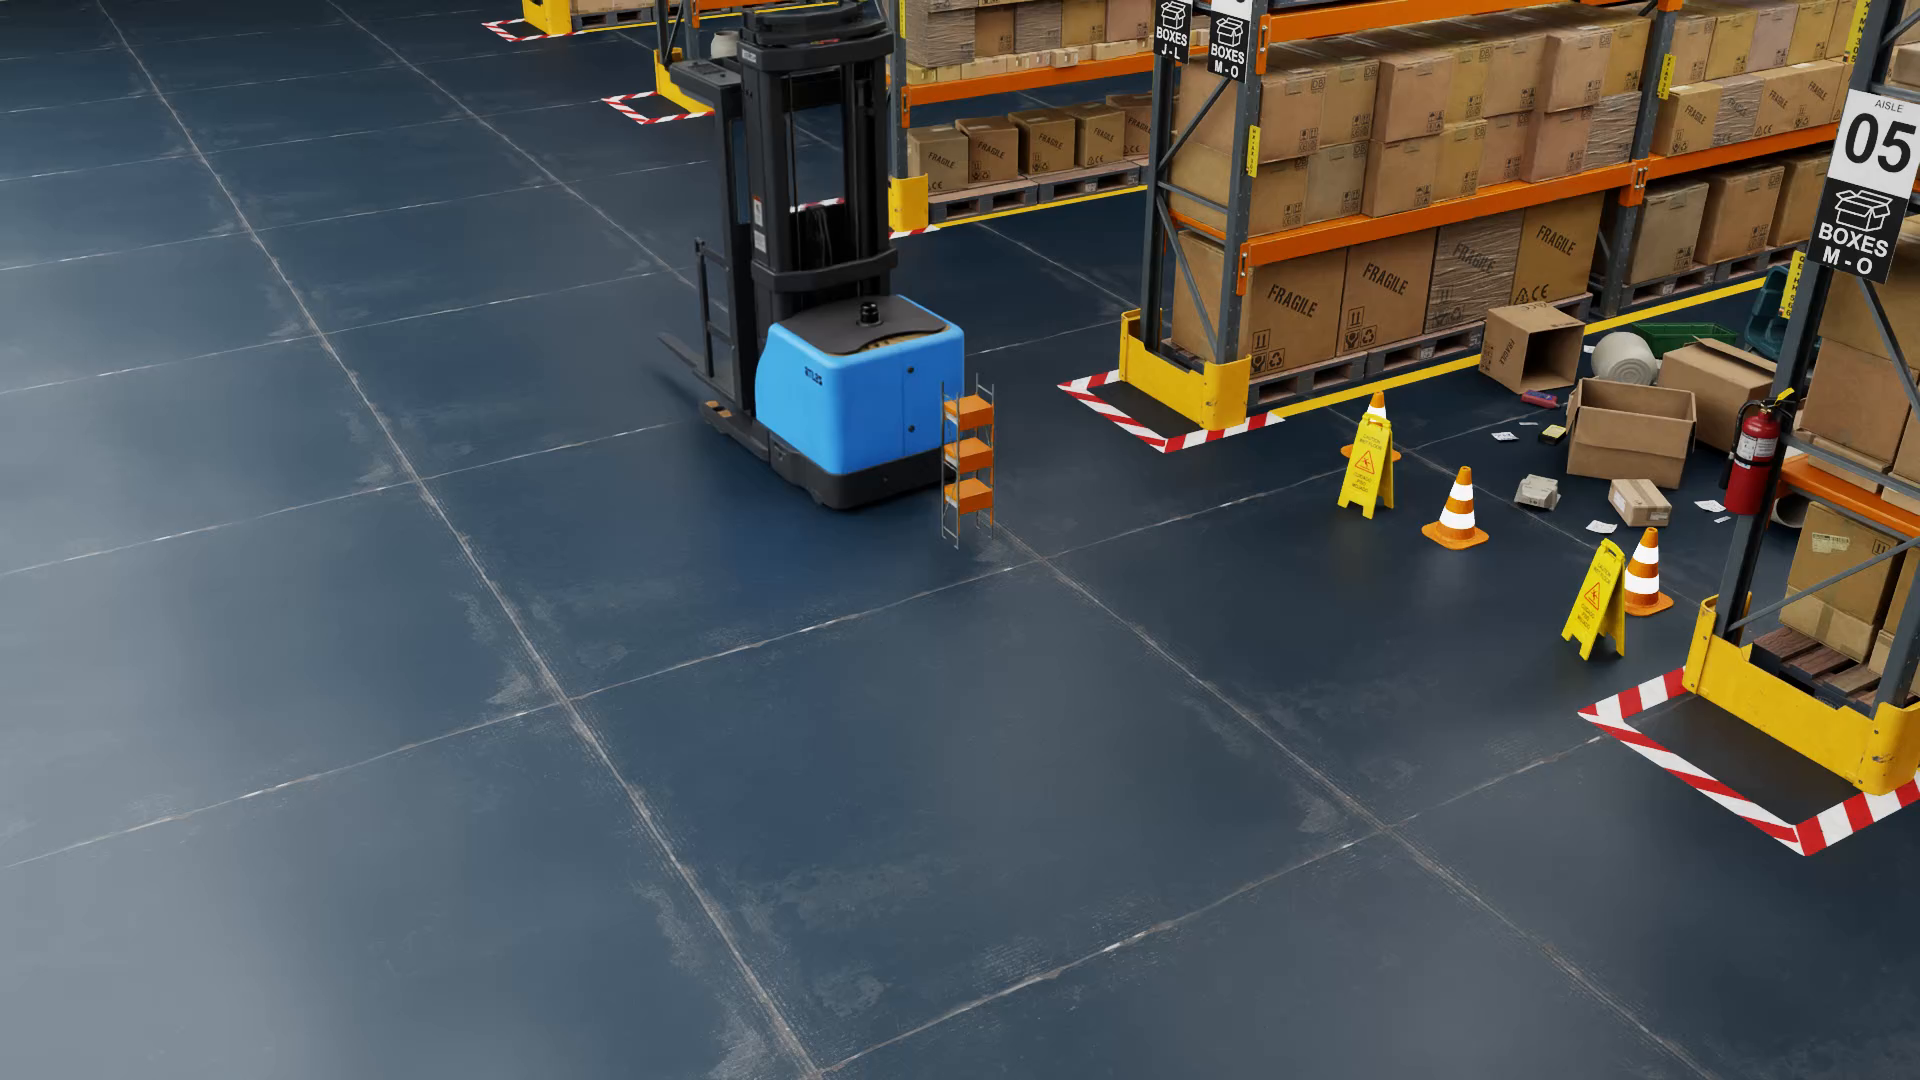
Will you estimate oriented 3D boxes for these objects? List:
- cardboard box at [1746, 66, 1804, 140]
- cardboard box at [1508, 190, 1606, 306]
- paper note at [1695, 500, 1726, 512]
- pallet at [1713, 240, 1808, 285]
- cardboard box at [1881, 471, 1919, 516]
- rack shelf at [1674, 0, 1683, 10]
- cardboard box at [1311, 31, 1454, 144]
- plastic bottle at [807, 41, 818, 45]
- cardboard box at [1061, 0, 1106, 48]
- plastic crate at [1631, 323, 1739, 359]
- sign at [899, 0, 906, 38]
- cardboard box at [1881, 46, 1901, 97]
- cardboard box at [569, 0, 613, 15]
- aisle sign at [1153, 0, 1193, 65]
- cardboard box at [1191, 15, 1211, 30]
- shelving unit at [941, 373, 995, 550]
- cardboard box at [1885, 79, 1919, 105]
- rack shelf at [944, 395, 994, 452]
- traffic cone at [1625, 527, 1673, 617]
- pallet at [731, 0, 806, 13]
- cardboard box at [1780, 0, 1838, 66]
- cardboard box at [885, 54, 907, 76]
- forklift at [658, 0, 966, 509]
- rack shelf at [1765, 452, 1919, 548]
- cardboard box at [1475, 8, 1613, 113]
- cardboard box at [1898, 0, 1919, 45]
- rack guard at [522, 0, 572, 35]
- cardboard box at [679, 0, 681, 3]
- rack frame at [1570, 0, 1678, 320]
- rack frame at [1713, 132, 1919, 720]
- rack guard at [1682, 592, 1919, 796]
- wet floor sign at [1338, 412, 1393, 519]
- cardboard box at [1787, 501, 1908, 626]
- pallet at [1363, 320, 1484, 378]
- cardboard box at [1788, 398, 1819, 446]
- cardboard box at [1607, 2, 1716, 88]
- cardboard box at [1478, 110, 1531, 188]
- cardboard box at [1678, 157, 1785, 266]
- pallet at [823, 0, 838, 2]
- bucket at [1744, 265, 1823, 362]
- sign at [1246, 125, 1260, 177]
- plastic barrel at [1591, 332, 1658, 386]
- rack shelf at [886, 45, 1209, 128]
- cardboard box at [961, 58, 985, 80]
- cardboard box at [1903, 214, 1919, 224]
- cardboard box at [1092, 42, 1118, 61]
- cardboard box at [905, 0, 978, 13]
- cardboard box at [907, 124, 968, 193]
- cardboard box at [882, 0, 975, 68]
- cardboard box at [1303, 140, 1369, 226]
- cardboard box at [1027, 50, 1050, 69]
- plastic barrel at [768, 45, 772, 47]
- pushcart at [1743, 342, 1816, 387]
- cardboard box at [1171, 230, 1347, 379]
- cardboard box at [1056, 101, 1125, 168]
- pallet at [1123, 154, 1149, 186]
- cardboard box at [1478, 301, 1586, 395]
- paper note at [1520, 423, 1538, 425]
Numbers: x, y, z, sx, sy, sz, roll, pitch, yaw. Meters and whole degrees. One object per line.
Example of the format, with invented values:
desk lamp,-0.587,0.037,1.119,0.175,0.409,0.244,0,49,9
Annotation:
cardboard box,6.547,-3.646,13.747,0.500,0.500,0.500,-16,33,-27
cardboard box,4.512,-2.469,13.482,0.875,0.875,0.875,-15,32,-26
paper note,4.851,-0.225,10.736,0.142,0.019,0.148,-5,29,-9
pallet,6.770,-2.640,14.914,1.213,0.211,1.003,-16,33,-26
cardboard box,4.633,-0.211,7.886,0.250,0.149,0.380,-16,33,-26
rack shelf,6.814,-4.828,13.633,4.000,0.370,1.077,-16,33,-26
cardboard box,2.959,-3.228,11.820,0.550,0.550,0.875,-16,33,-26
plastic bottle,-1.841,-6.187,20.811,0.133,0.283,0.061,-15,32,-25
cardboard box,0.963,-5.144,16.153,0.500,0.500,0.875,-16,33,-26
plastic crate,5.603,-1.546,12.896,0.662,0.188,0.450,0,19,0
sign,-0.510,-4.605,14.693,0.005,0.325,0.100,-16,33,-26
cardboard box,7.855,-4.020,14.424,0.500,0.500,0.500,-16,33,-26
cardboard box,-5.225,-7.599,23.424,0.500,0.250,0.500,-16,33,-26
aisle sign,1.428,-3.607,11.089,0.004,0.787,0.394,-16,33,-26
cardboard box,2.244,-5.521,16.837,0.500,0.500,0.875,-16,33,-26
shelving unit,0.046,-0.473,10.118,0.252,1.050,0.215,-16,33,-26
cardboard box,4.540,-1.939,7.501,0.500,0.250,0.500,-16,33,-27
rack shelf,0.046,-0.712,9.986,0.240,0.259,0.215,-16,33,-26
traffic cone,3.953,0.144,9.608,0.334,0.463,0.336,-16,33,-26
pallet,-3.059,-8.161,24.918,1.213,0.211,1.003,-16,33,-26
cardboard box,6.829,-4.319,13.932,0.500,0.500,0.700,-16,33,-27
cardboard box,-0.644,-4.498,15.654,0.250,0.149,0.380,-16,33,-26
forklift,-1.197,-2.145,11.201,1.130,2.935,3.031,-18,34,-29
rack shelf,5.960,-0.499,8.892,4.000,0.370,1.077,-16,33,-26
cardboard box,4.339,-3.620,12.530,0.550,0.550,0.875,-16,33,-26
cardboard box,8.146,-4.695,14.613,0.500,0.500,0.700,-16,33,-27
rack guard,-5.821,-7.480,23.384,0.348,0.500,1.175,-16,33,-26
cardboard box,-3.931,-7.965,24.088,0.500,0.250,0.500,-16,33,-26
rack frame,5.089,-3.340,13.297,0.127,3.000,1.000,-16,33,-26
rack frame,4.236,-0.324,7.831,0.127,3.000,1.000,-16,33,-26
rack guard,4.301,0.752,8.468,0.348,0.500,1.175,-16,33,-26
wet floor sign,2.619,-0.499,10.584,0.232,0.644,0.267,-22,36,-35
cardboard box,4.794,0.063,8.765,0.500,0.500,0.500,-16,33,-26
pallet,3.341,-1.665,13.147,1.213,0.211,1.003,-16,33,-26
cardboard box,5.895,-0.801,11.524,0.258,0.266,0.396,10,30,17
cardboard box,5.515,-3.946,13.256,0.500,0.500,0.700,-16,33,-27
cardboard box,3.789,-3.084,12.676,0.550,0.550,0.875,-16,33,-26
cardboard box,6.413,-2.963,14.507,0.750,0.750,1.050,-16,33,-26
pallet,-1.736,-8.535,25.595,1.213,0.211,1.003,-16,33,-26
bucket,6.140,-1.579,11.920,0.620,0.611,0.726,4,28,-14
sign,1.917,-2.542,10.872,0.005,0.325,0.100,-16,33,-26
plastic barrel,4.889,-1.296,12.258,0.421,0.421,0.512,5,29,8
rack shelf,0.939,-4.627,16.372,4.000,0.370,1.077,-16,33,-26
cardboard box,0.030,-4.421,15.514,0.250,0.149,0.380,-16,33,-26
cardboard box,5.006,-1.272,8.103,0.500,0.500,0.700,-16,32,-26
cardboard box,1.327,-4.785,16.175,0.250,0.149,0.380,-16,33,-26
cardboard box,-0.173,-5.085,15.012,0.500,0.500,0.500,-16,33,-26
cardboard box,-0.238,-3.688,16.078,0.500,0.500,0.500,-10,30,-17
cardboard box,-0.297,-4.749,15.438,0.500,0.500,0.875,-16,33,-26
cardboard box,2.401,-2.680,11.945,0.550,0.550,0.875,-16,33,-26
cardboard box,0.656,-4.621,15.878,0.250,0.149,0.380,-16,33,-26
plastic barrel,-2.333,-5.926,20.122,0.421,0.512,0.421,0,29,0
pushcart,6.486,-1.093,11.937,1.648,0.377,0.936,22,36,34
cardboard box,2.192,-1.808,12.285,0.875,0.875,0.875,-16,33,-26
cardboard box,1.313,-4.112,16.846,0.500,0.500,0.500,-19,34,-31
pallet,2.103,-4.031,17.435,1.213,0.211,1.003,-16,33,-26
cardboard box,4.271,-1.440,12.437,0.500,0.500,0.500,-10,30,-18
paper note,4.049,-0.828,11.838,0.123,0.001,0.032,0,29,0
